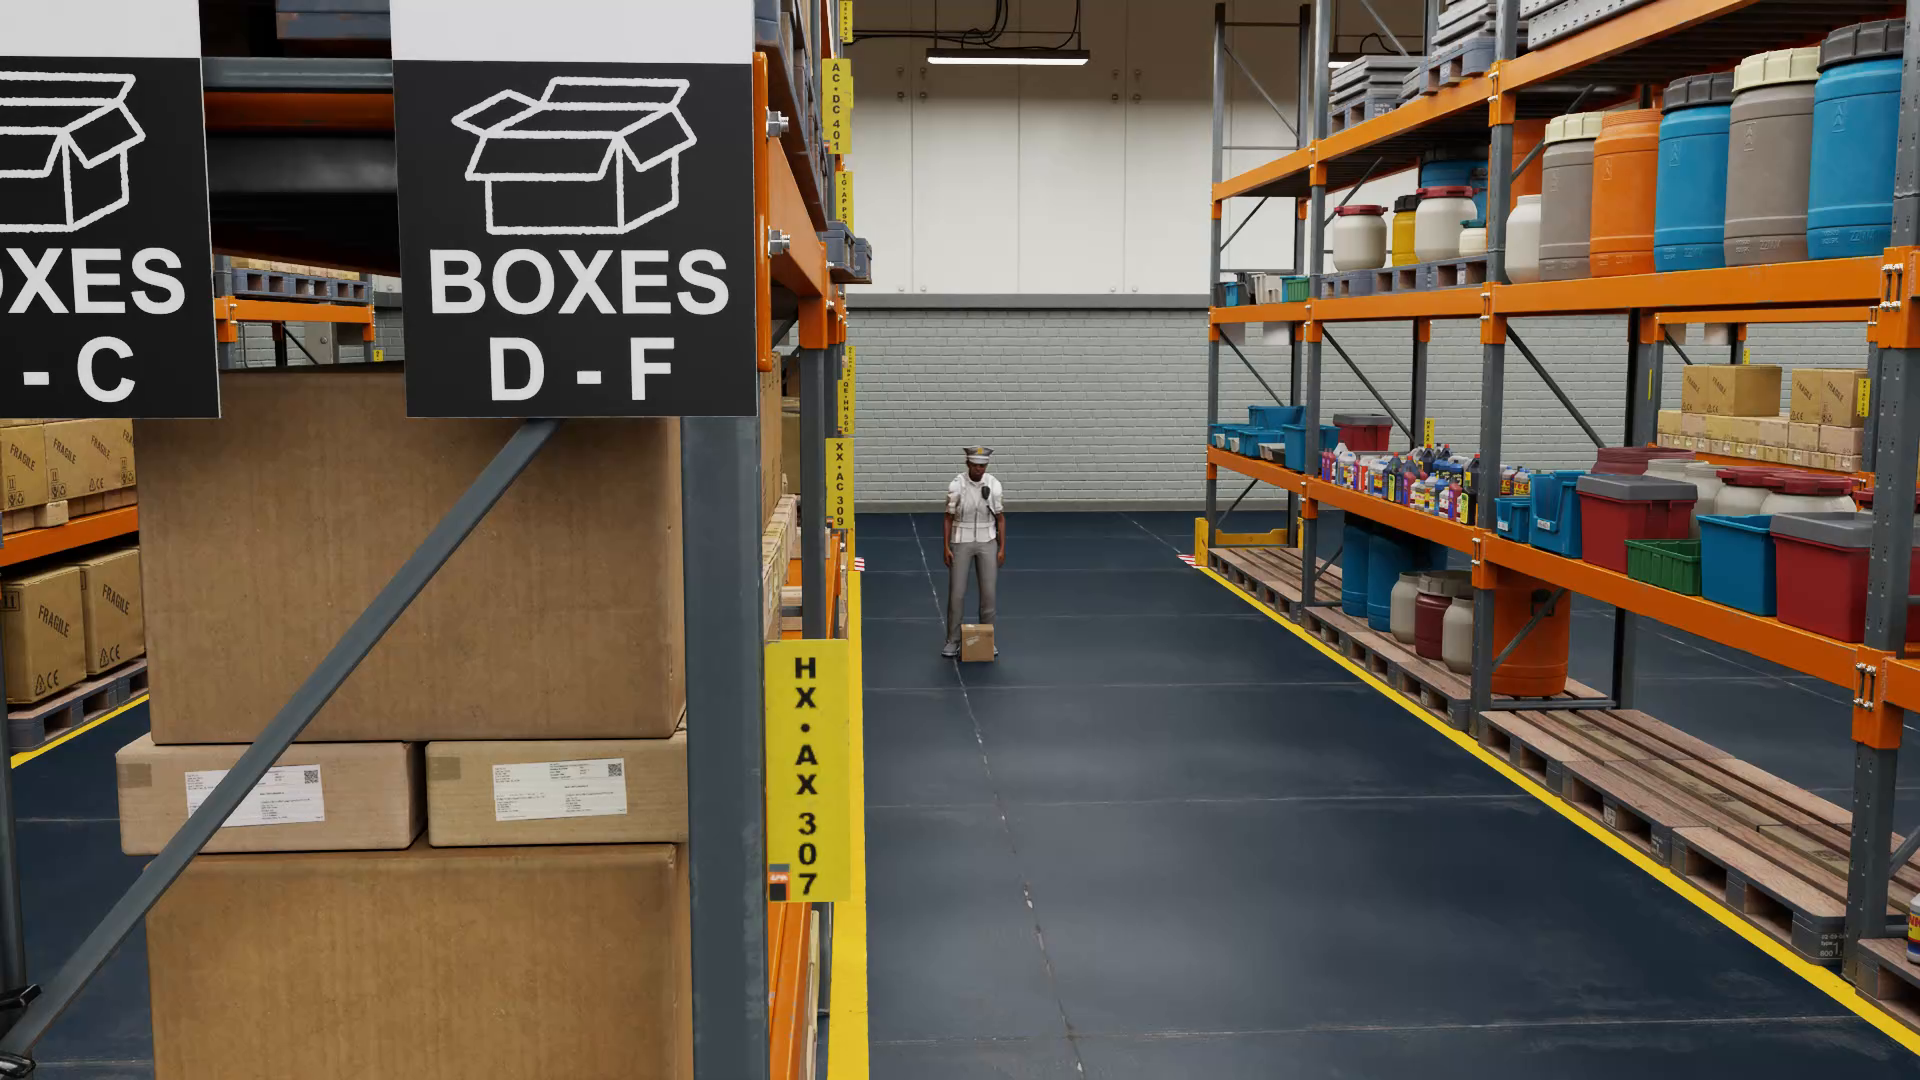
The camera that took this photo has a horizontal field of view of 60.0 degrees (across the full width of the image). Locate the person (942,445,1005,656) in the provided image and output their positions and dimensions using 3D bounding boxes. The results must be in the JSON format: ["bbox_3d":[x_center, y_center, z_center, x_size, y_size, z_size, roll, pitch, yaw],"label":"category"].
[{"bbox_3d":[0.106,0.078,13.125,0.512,1.657,0.399,-1,7,-4],"label":"person"}]
